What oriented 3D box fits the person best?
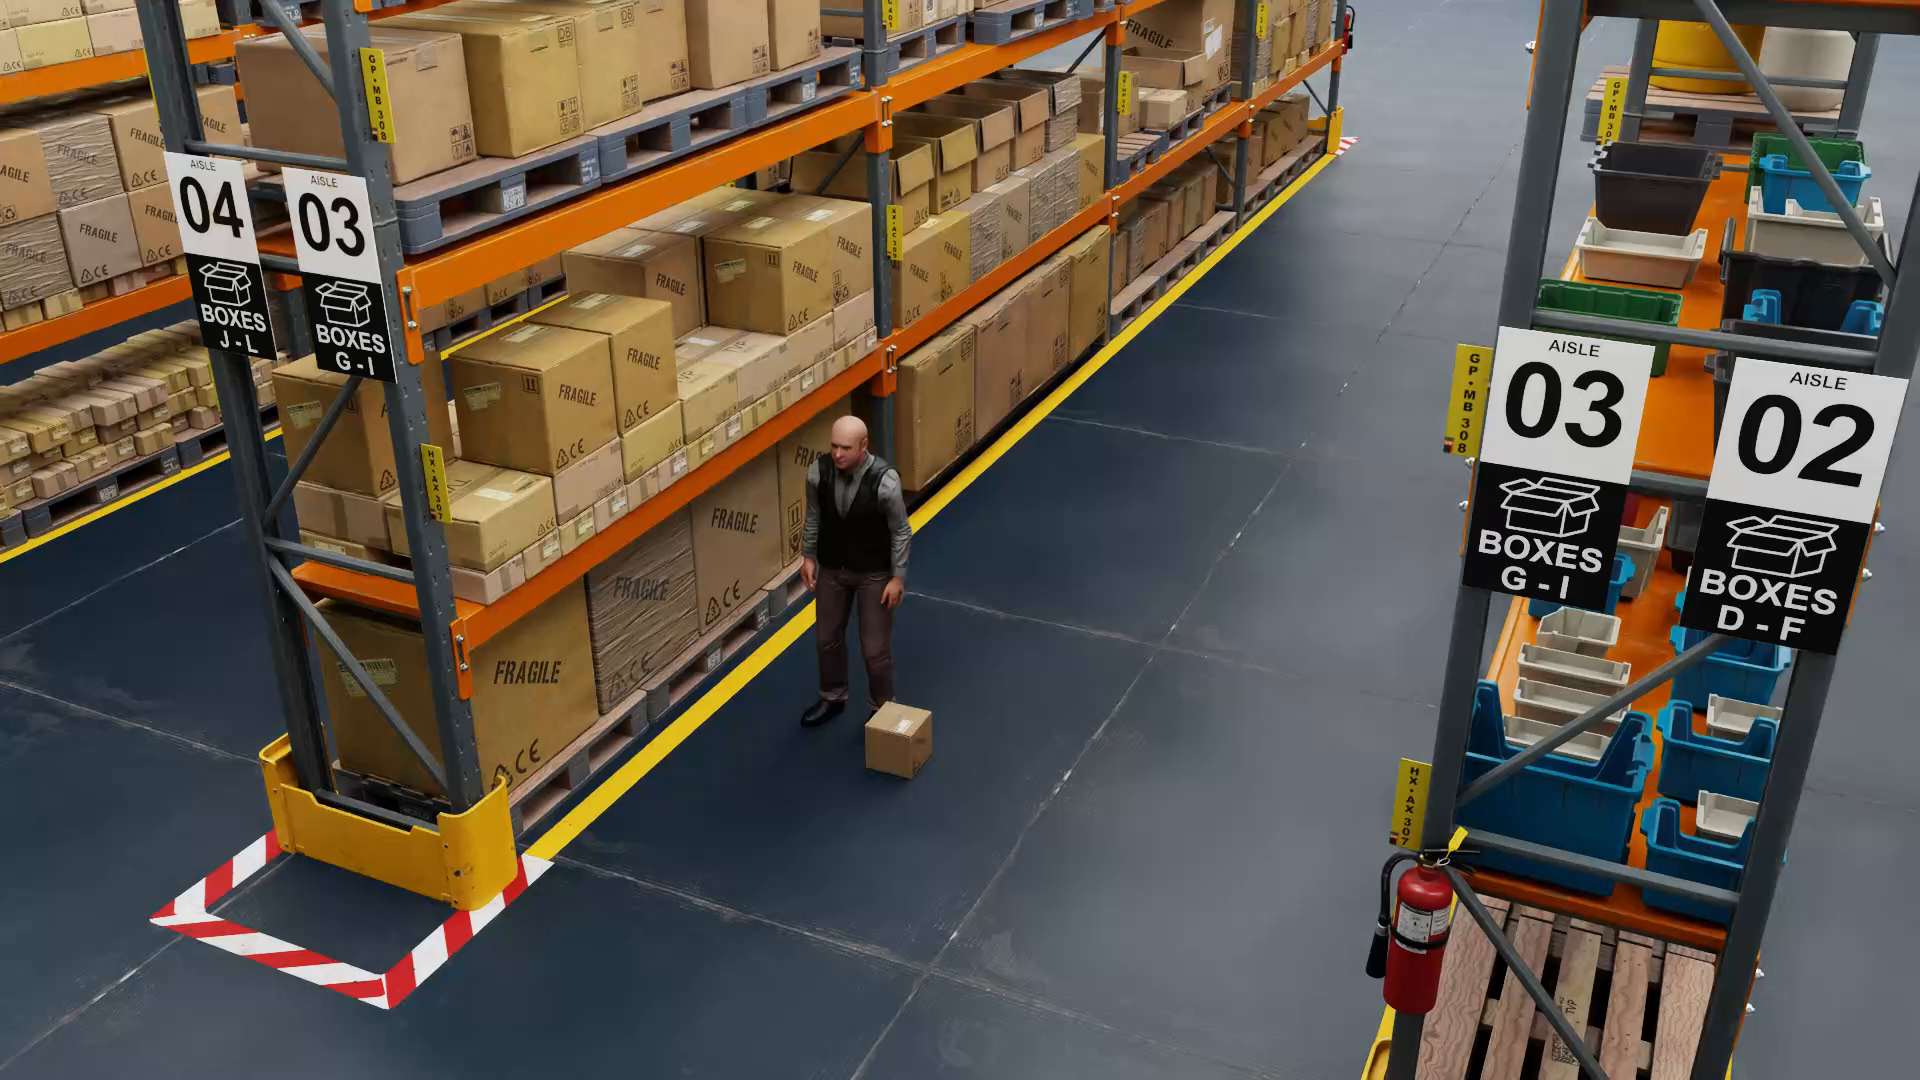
[{"bbox_3d":[-0.512,0.205,8.336,0.580,1.619,0.415,11,28,22],"label":"person"}]
